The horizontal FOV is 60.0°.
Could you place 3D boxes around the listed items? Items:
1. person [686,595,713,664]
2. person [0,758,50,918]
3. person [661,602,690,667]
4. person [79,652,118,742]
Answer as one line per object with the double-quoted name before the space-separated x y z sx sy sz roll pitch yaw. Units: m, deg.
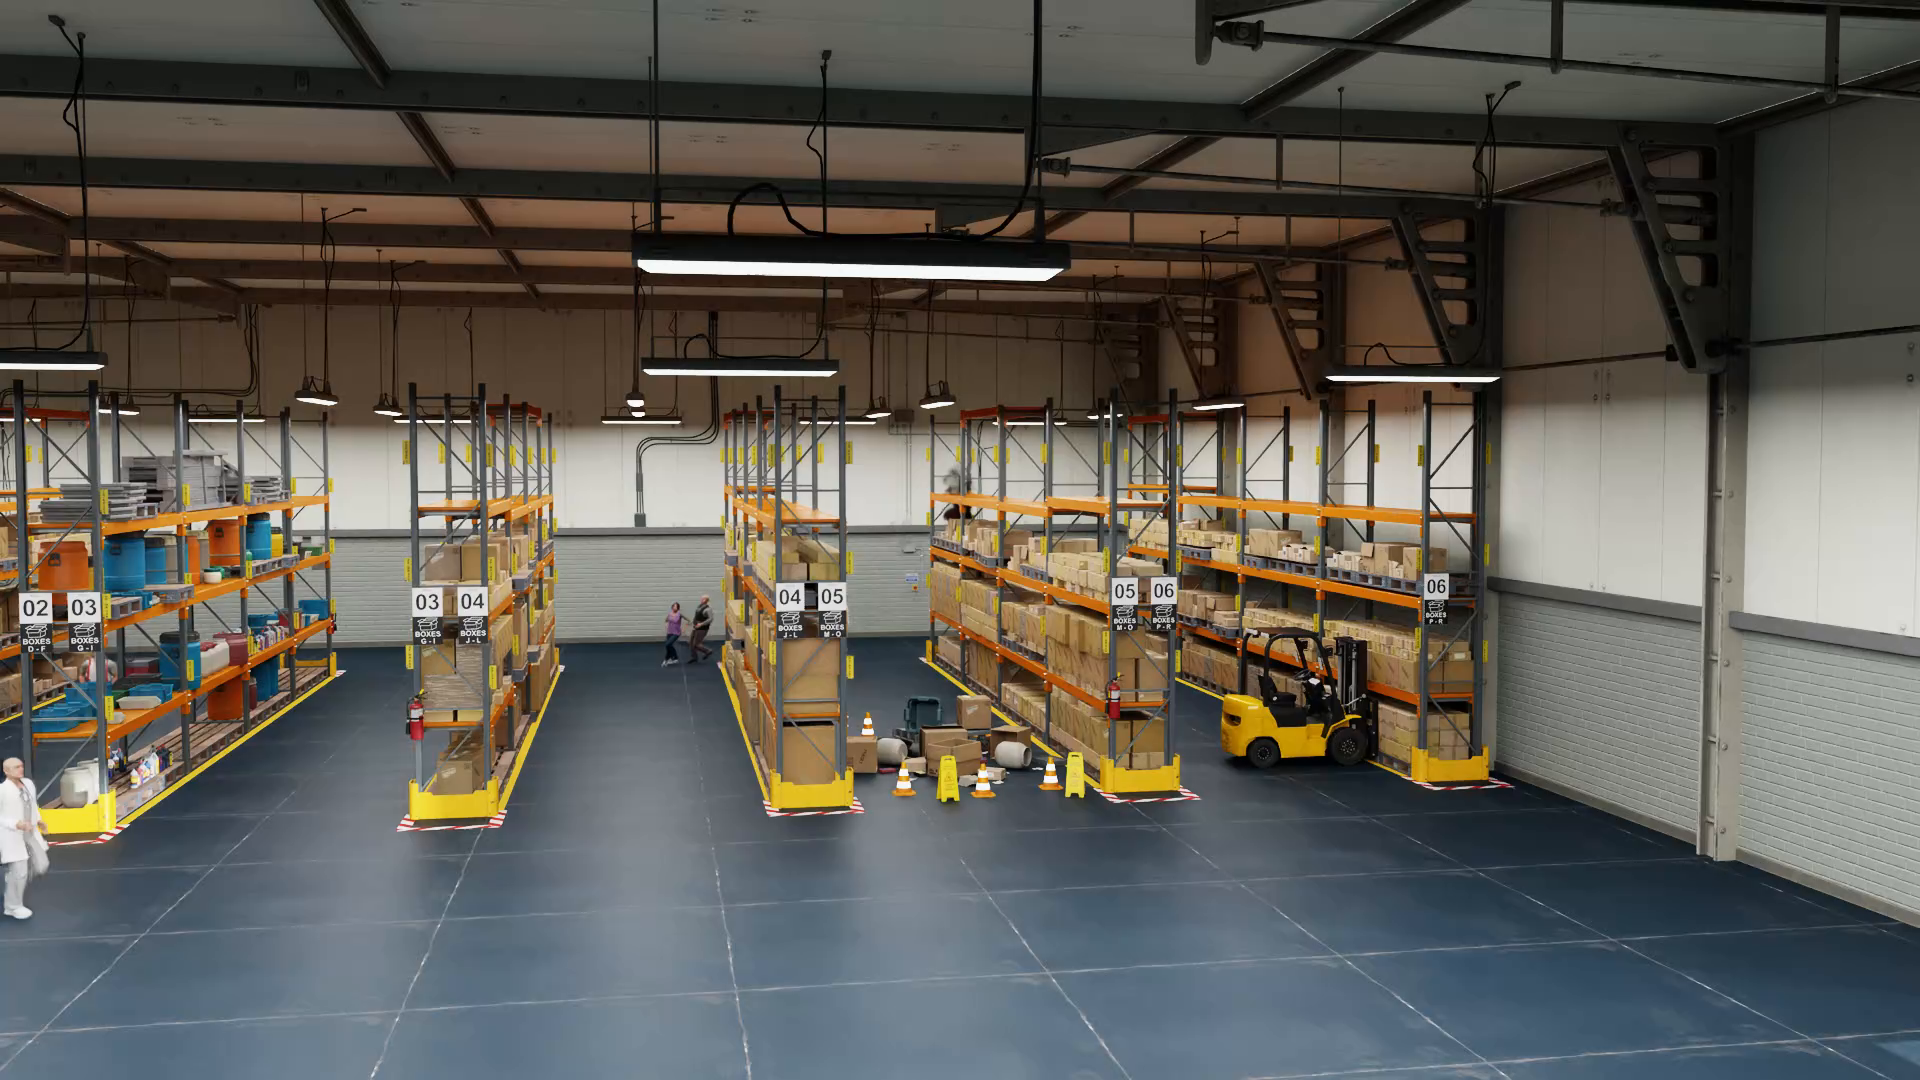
"person" -6.229 2.153 40.049 0.605 1.680 0.716 -2 4 -35
"person" -10.202 3.224 18.034 0.633 1.736 0.707 1 3 19
"person" -6.794 2.241 39.601 0.677 1.552 0.671 2 3 27
"person" -15.051 2.668 29.037 0.659 1.733 0.634 -1 3 -19
